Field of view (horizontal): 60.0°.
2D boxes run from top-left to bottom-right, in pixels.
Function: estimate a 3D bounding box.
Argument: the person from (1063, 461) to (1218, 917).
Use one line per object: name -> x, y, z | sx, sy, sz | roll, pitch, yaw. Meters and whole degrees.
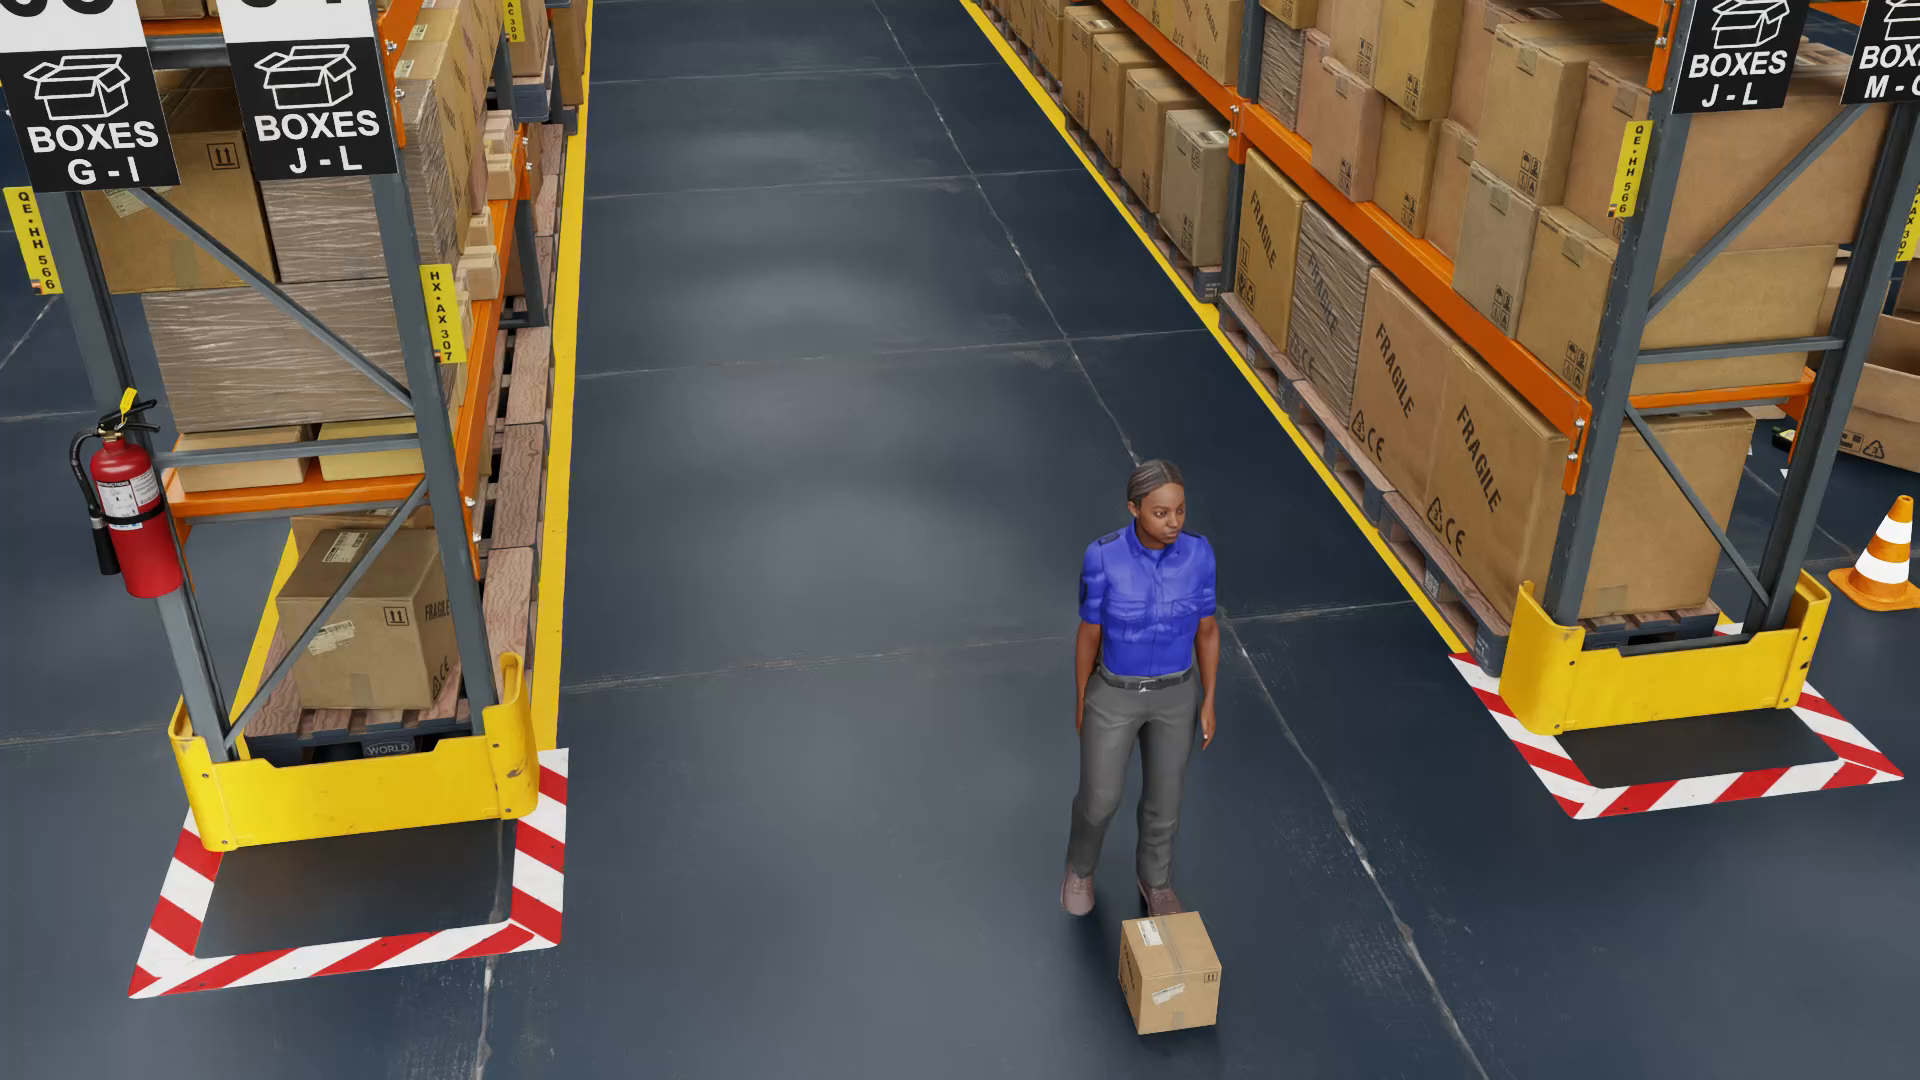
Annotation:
person -> 0.581, 0.544, 5.278 | 0.471, 1.729, 0.379 | -5, 31, -8
